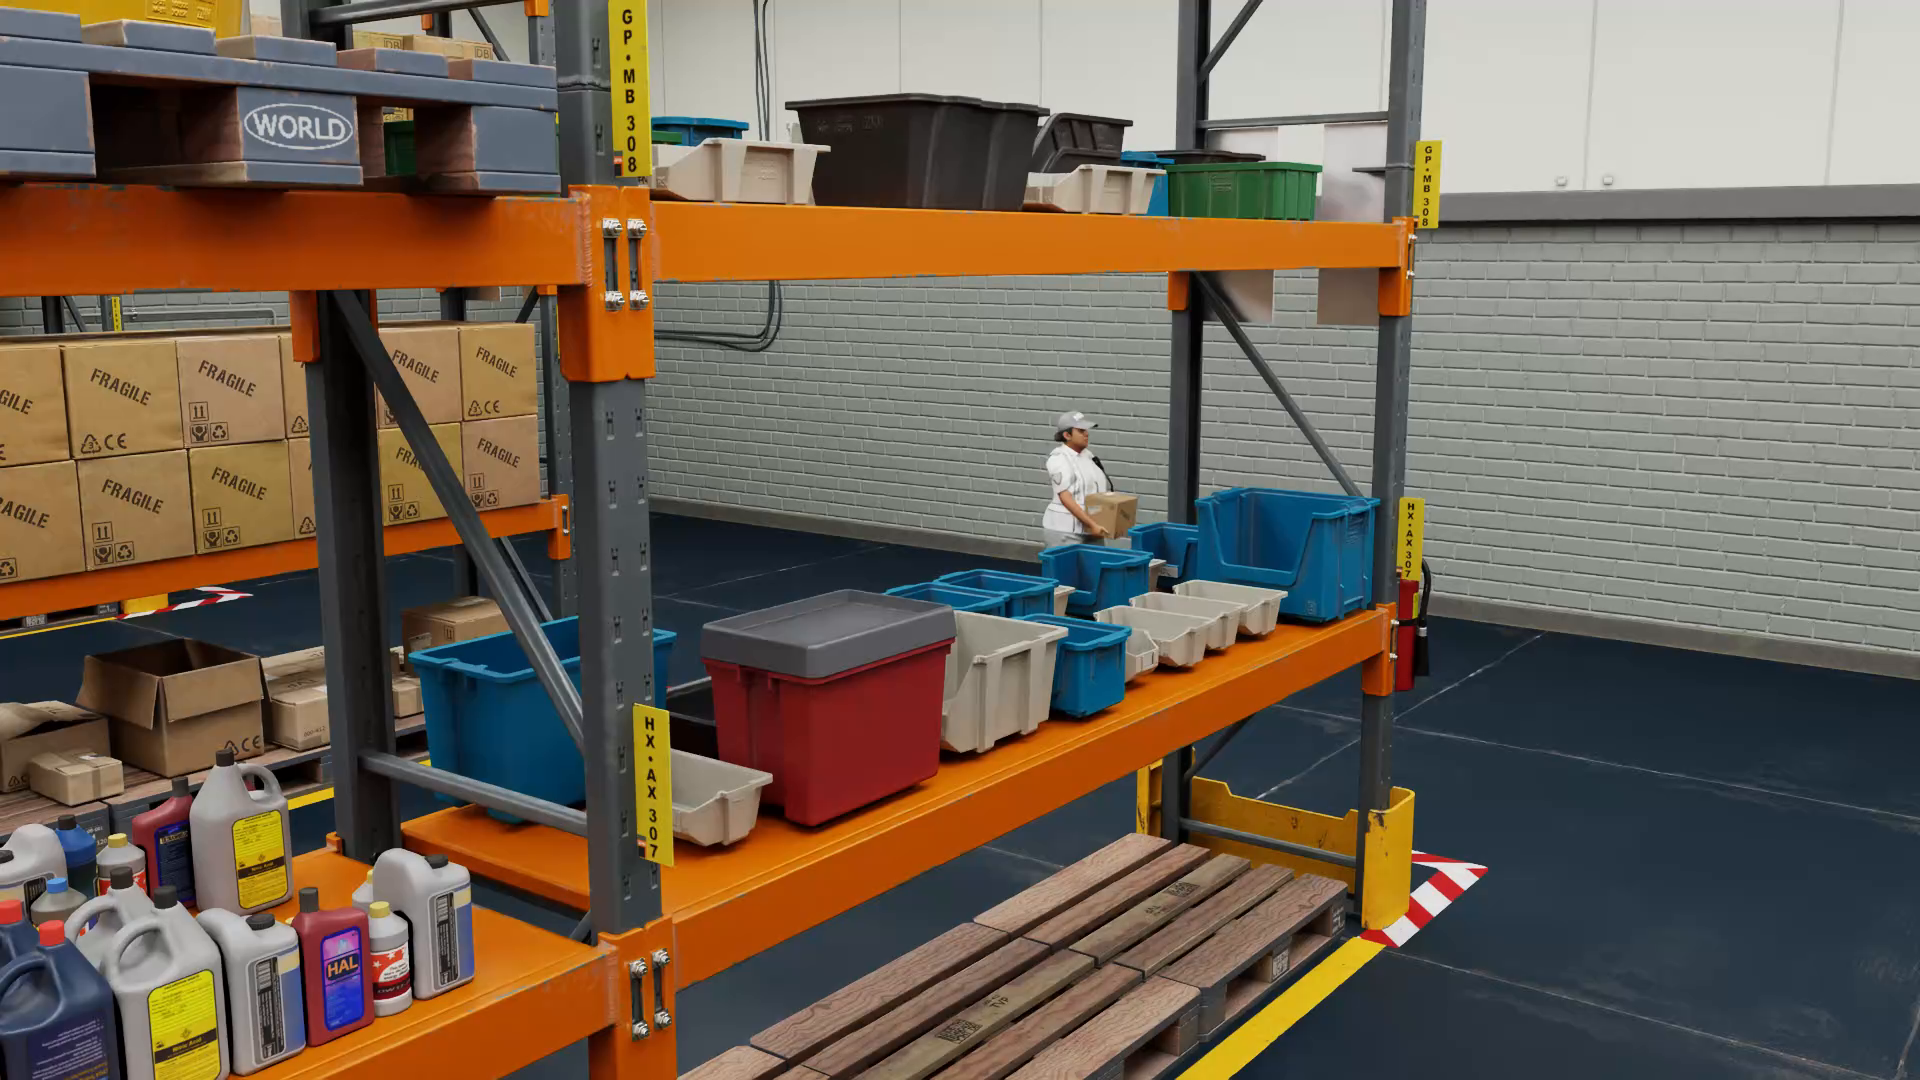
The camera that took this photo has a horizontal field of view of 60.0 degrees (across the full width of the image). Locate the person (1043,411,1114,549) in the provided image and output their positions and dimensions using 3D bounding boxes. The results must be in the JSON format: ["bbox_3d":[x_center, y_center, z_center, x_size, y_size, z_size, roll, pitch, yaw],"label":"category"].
[{"bbox_3d":[0.835,-0.024,11.063,0.541,1.656,0.455,8,12,37],"label":"person"}]
